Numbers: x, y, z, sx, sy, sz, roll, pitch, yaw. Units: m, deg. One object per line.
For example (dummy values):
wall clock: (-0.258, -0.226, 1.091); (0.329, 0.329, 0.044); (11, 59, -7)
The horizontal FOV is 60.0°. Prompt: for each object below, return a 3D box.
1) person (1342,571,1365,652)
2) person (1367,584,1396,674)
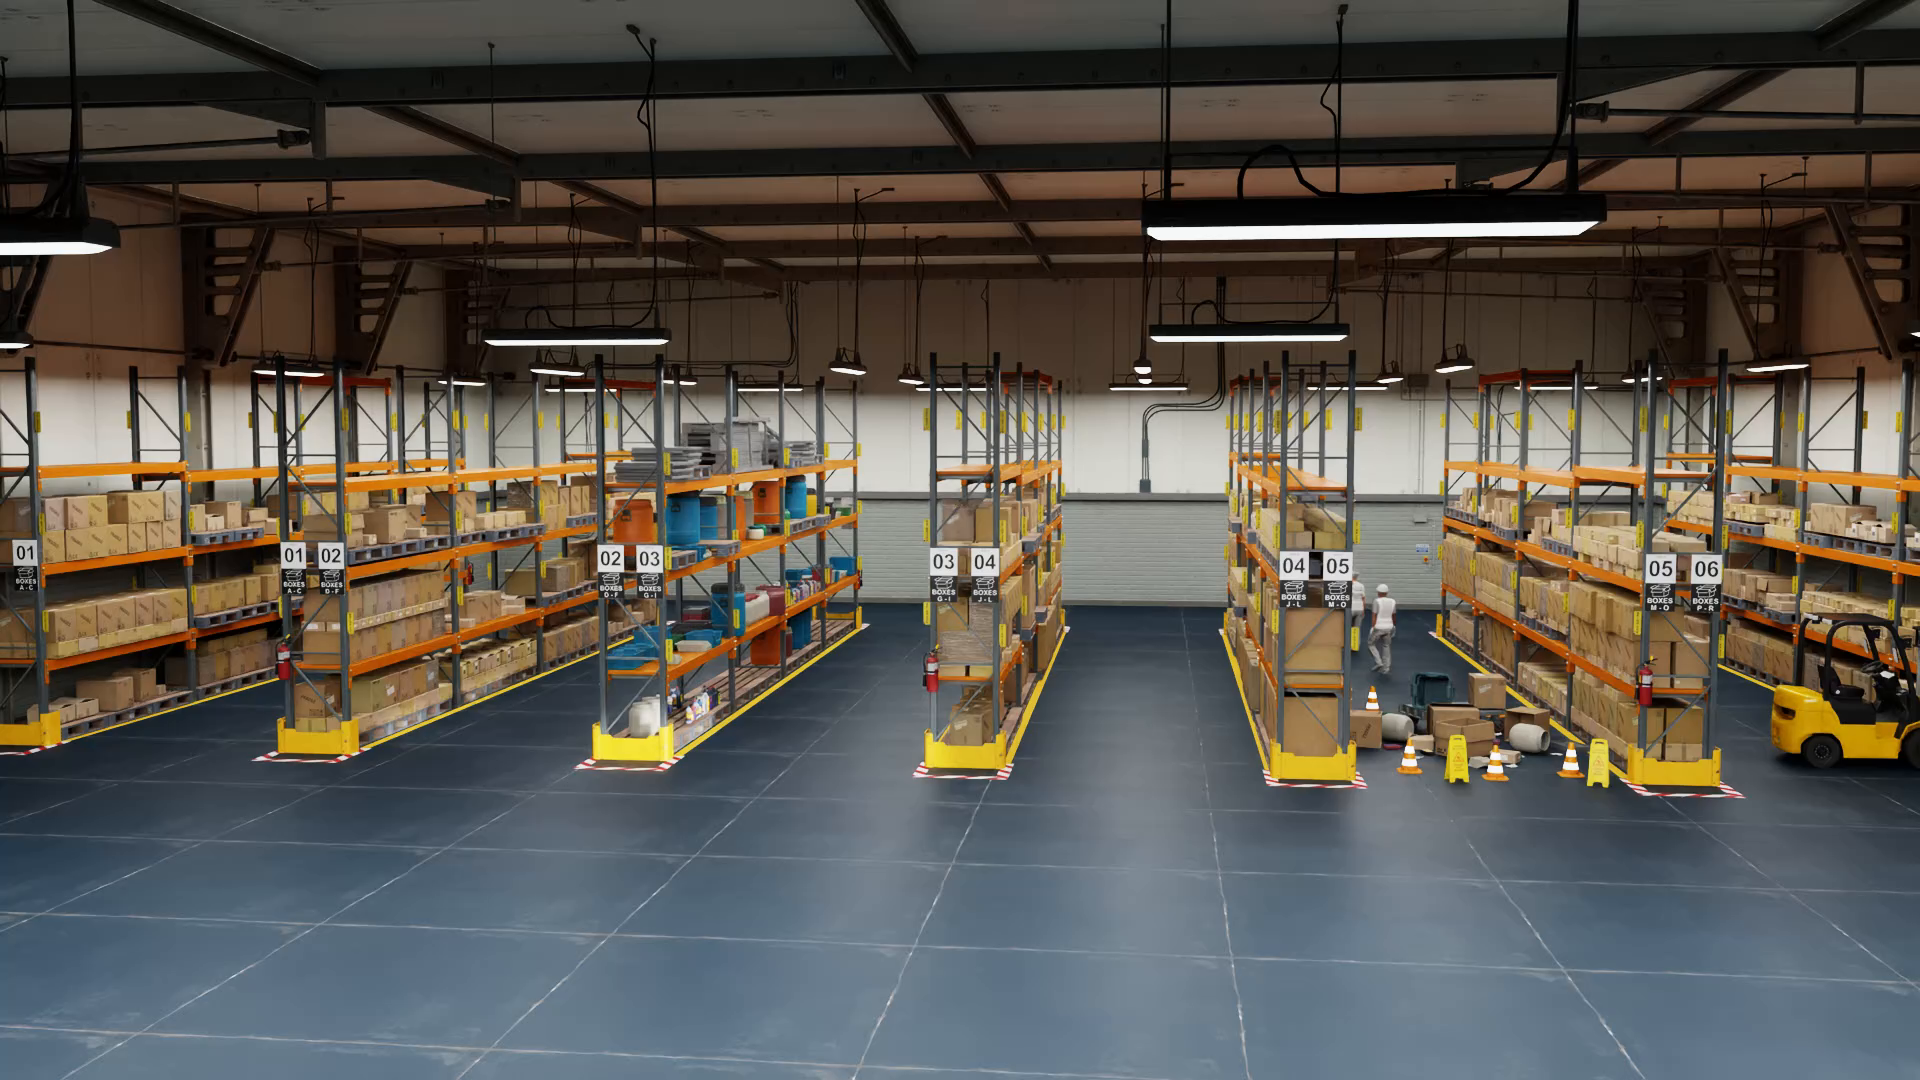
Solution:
person: (8.598, 1.568, 36.384); (0.580, 1.782, 0.410); (-2, 4, -24)
person: (8.416, 1.770, 33.094); (0.609, 1.786, 0.463); (-2, 4, -21)
